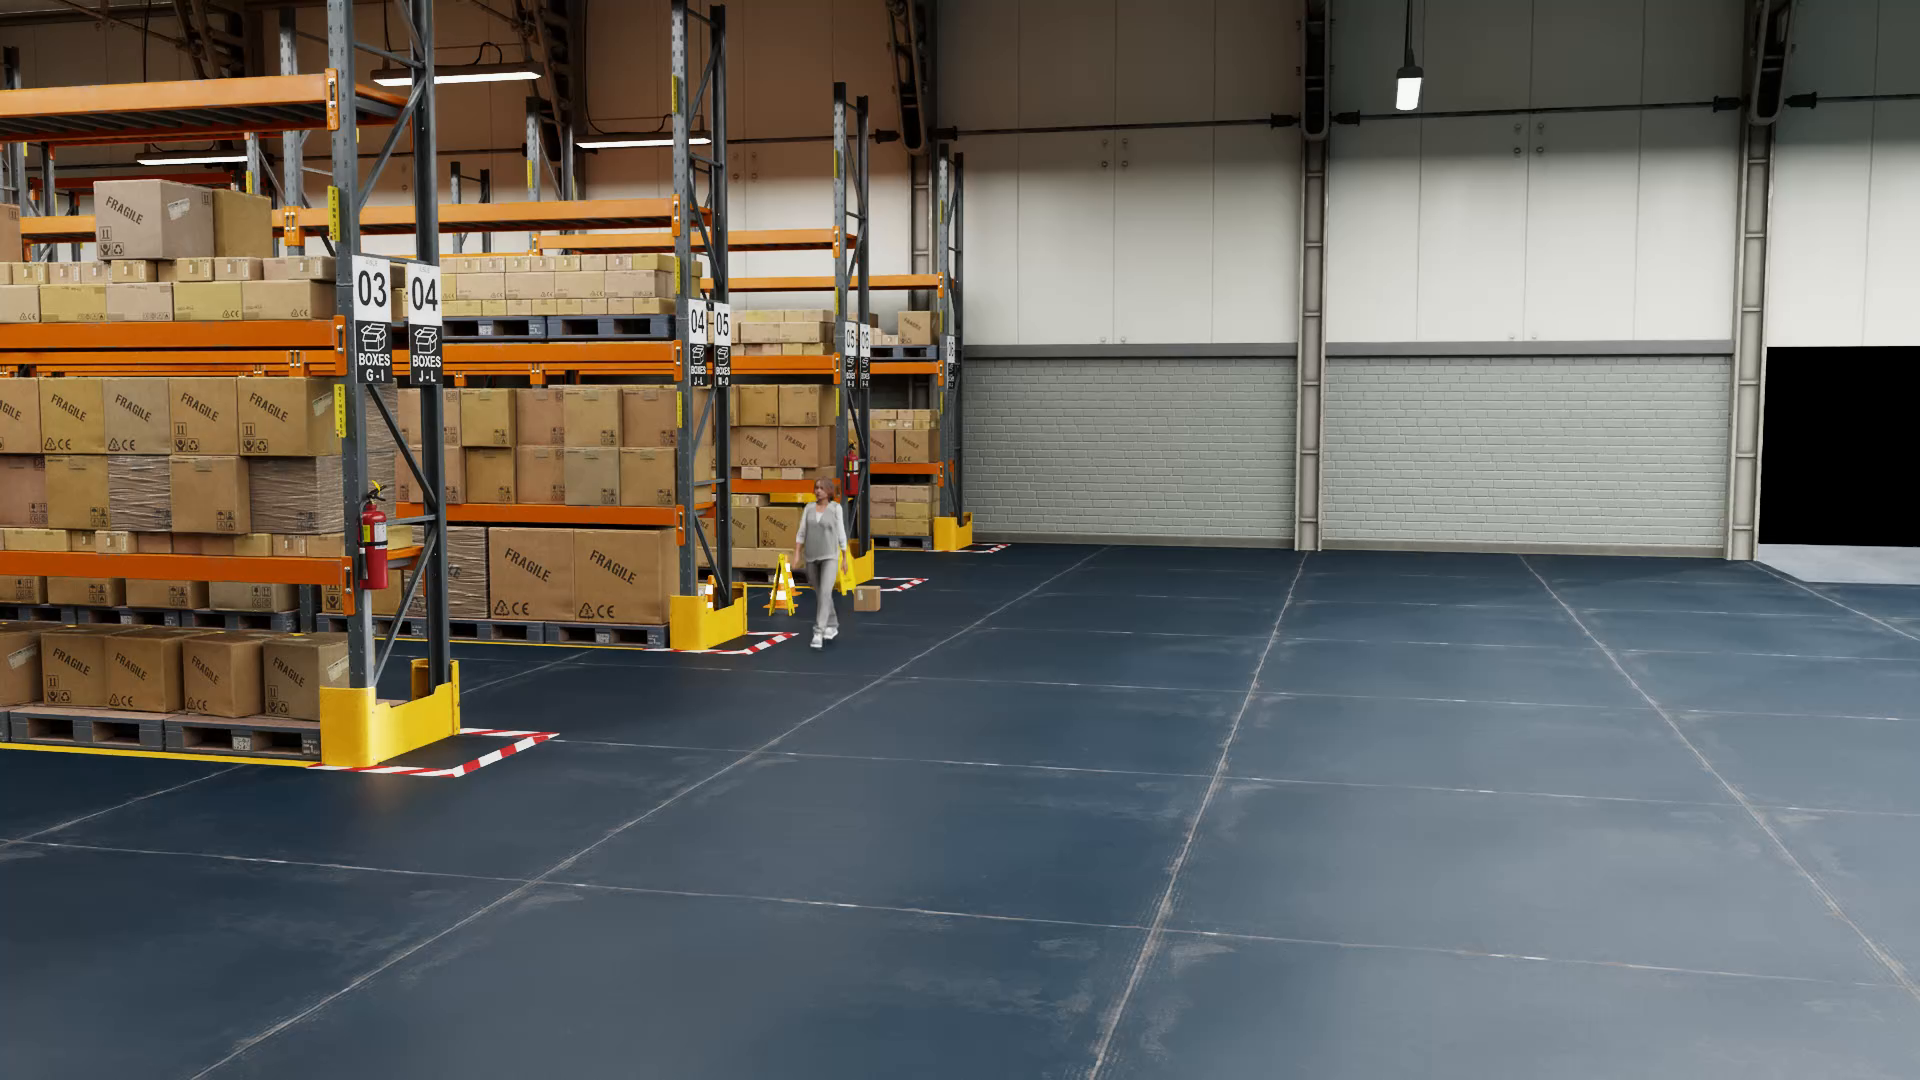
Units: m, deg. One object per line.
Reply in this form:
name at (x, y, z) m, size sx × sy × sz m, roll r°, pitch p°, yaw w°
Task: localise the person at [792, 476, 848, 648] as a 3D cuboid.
person at (-1.311, 0.184, 15.391) m, size 0.444 × 1.549 × 0.903 m, roll 2°, pitch 5°, yaw 17°
